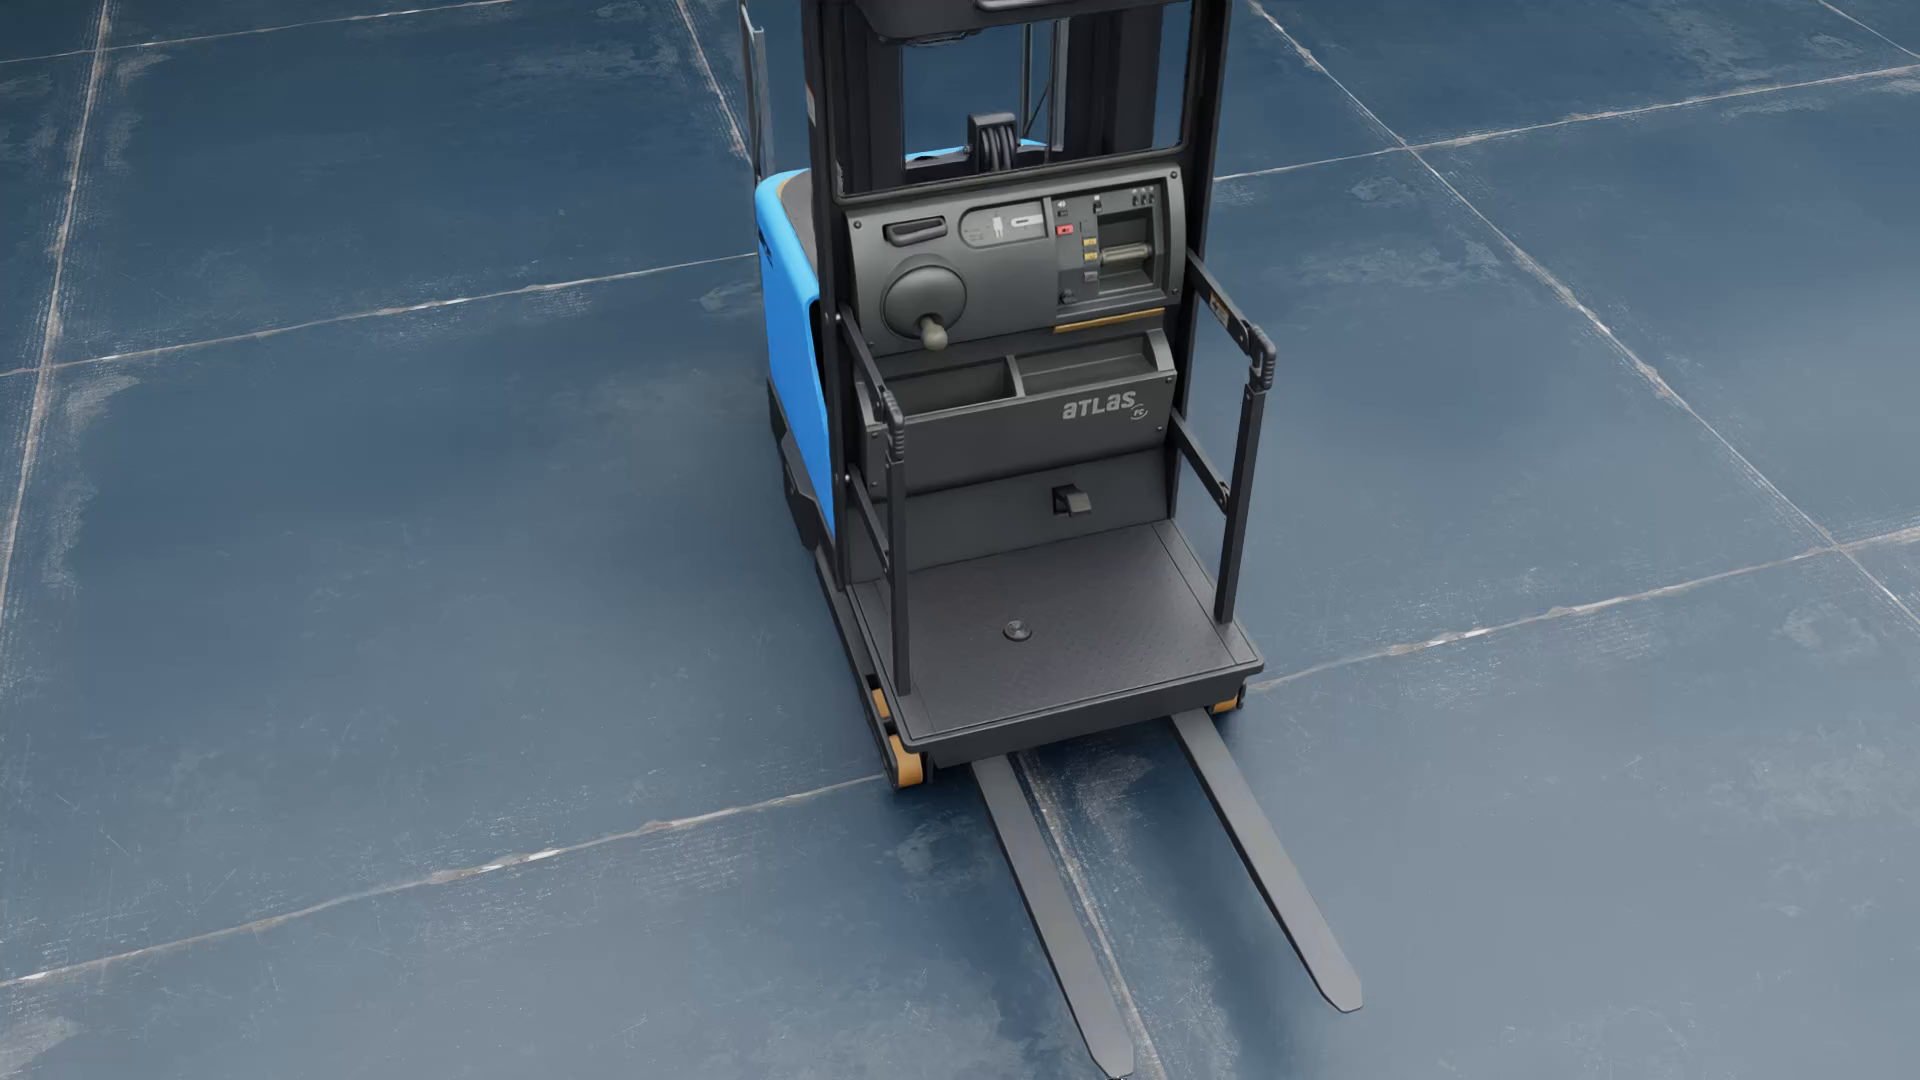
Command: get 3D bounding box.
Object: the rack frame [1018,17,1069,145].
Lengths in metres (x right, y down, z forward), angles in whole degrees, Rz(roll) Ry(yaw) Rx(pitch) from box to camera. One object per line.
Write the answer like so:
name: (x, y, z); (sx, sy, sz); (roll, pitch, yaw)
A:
rack frame: (0.294, -1.357, 6.155); (0.032, 1.500, 0.500); (-9, 41, -10)

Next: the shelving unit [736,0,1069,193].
shelving unit: (-0.201, -1.280, 6.067); (1.048, 1.500, 0.538); (-9, 41, -10)

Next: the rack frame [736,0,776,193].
rack frame: (-0.696, -1.203, 5.978); (0.032, 1.500, 0.500); (-9, 41, -10)

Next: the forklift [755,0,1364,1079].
forklift: (0.228, -0.672, 4.292); (1.130, 2.935, 3.031); (-12, 42, -13)
